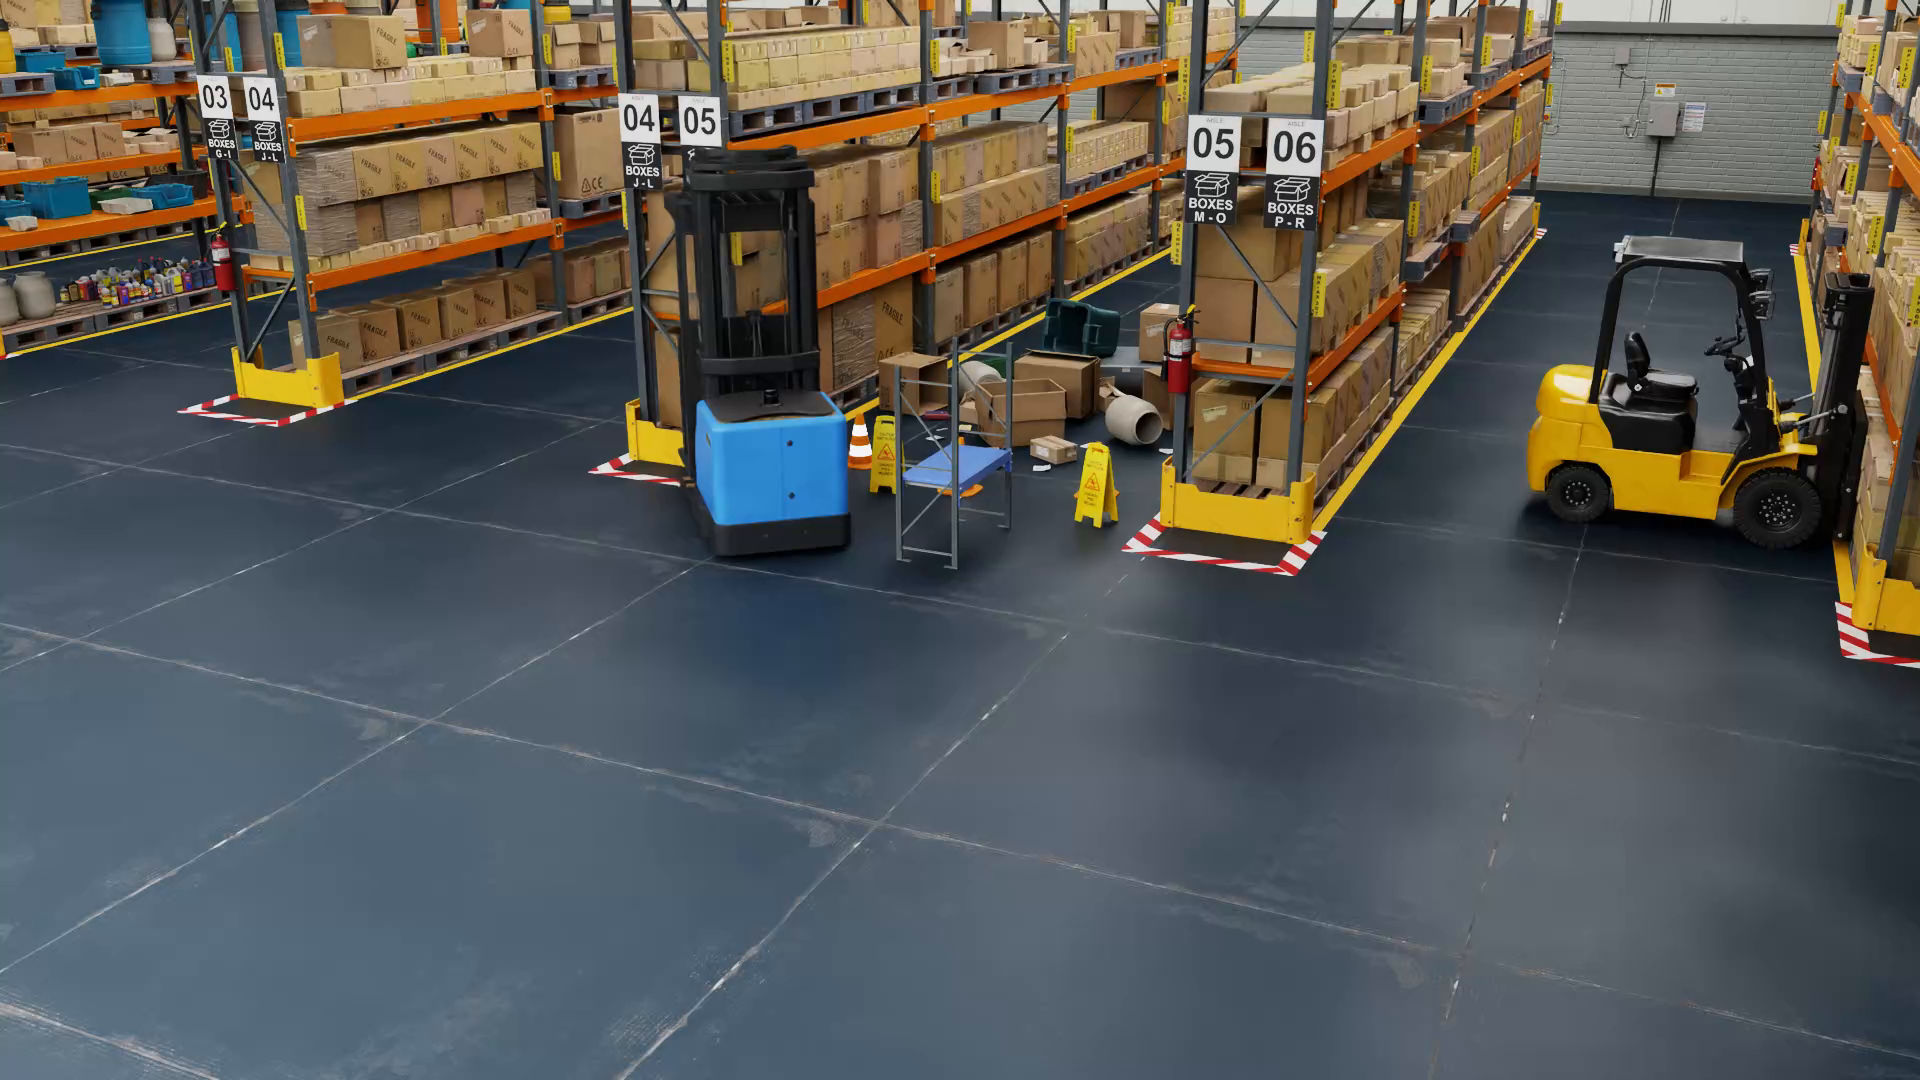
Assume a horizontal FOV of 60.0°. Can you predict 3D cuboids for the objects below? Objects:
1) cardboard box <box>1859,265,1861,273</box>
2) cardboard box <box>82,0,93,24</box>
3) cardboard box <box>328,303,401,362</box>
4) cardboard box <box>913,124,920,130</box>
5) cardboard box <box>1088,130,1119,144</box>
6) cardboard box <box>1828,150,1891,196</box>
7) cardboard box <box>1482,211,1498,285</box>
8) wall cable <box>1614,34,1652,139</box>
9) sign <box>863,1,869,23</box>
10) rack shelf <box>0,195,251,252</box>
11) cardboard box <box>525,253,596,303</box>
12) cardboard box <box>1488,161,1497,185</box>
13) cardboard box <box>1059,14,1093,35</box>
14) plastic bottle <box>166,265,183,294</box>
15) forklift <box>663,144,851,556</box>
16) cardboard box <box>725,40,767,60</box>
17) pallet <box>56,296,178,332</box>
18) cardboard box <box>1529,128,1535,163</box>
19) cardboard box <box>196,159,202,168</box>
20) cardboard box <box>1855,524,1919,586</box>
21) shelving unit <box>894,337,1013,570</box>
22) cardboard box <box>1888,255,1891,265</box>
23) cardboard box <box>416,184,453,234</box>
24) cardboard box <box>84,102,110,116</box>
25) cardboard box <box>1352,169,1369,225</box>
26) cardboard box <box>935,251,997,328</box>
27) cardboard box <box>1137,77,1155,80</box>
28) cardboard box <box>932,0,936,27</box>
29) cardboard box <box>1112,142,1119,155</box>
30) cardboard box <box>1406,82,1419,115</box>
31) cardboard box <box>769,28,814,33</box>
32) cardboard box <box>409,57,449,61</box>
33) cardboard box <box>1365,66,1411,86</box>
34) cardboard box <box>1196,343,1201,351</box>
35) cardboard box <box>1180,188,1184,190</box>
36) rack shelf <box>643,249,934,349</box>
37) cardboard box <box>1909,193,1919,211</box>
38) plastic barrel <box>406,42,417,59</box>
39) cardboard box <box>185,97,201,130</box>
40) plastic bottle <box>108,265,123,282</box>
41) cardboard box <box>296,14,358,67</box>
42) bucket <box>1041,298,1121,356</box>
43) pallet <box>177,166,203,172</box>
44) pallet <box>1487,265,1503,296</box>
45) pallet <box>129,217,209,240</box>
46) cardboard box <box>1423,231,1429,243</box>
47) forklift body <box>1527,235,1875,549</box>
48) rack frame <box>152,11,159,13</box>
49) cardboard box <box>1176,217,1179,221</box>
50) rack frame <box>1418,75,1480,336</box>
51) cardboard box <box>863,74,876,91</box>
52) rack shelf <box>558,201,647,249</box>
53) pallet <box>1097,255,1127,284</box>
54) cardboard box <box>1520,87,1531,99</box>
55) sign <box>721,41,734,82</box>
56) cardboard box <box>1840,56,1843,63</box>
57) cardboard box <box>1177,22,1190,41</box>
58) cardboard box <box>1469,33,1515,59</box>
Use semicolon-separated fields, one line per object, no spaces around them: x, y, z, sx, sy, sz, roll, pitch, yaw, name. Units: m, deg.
8.722;-2.444;15.589;0.500;0.250;0.500;9;21;23;cardboard box
-16.159;-9.782;30.716;0.700;0.500;0.500;8;21;22;cardboard box
-6.402;-2.236;17.884;0.500;0.500;0.500;15;25;37;cardboard box
-0.917;-7.146;28.365;0.500;0.250;0.500;9;21;23;cardboard box
1.990;-5.609;23.124;0.380;0.149;0.250;8;21;20;cardboard box
10.984;-4.438;20.196;0.700;0.500;0.500;9;21;23;cardboard box
6.524;-3.868;21.912;0.875;0.875;0.875;9;22;24;cardboard box
12.292;-8.386;30.556;0.588;1.984;0.122;9;21;23;wall cable
-1.474;-8.242;25.950;0.100;0.325;0.005;9;21;23;sign
-10.587;-3.792;20.229;1.077;0.370;4.000;9;21;23;rack shelf
-4.978;-3.277;20.781;0.700;0.500;0.500;7;21;19;cardboard box
6.511;-4.673;21.111;0.500;0.250;0.500;9;21;24;cardboard box
1.501;-6.639;21.391;0.396;0.266;0.258;9;21;23;cardboard box
-9.979;-3.308;21.090;0.144;0.351;0.185;8;21;22;plastic bottle
-1.740;-1.720;13.432;1.130;2.935;3.031;-6;20;-16;forklift
-1.873;-4.179;14.175;0.380;0.149;0.250;9;21;23;cardboard box
-10.579;-2.855;20.681;1.003;0.211;1.213;9;21;23;pallet
8.329;-5.925;25.003;0.500;0.500;0.500;9;22;24;cardboard box
-15.130;-7.782;33.478;0.700;0.500;0.500;9;21;23;cardboard box
6.588;0.110;11.659;0.500;0.250;0.500;9;21;23;cardboard box
-0.035;-0.681;12.644;0.538;1.500;1.048;9;21;23;shelving unit
7.847;-2.235;13.660;0.380;0.149;0.250;9;22;24;cardboard box
-6.082;-3.659;18.188;0.875;0.500;0.500;9;21;23;cardboard box
-16.102;-8.105;30.660;0.500;0.500;0.500;9;22;24;cardboard box
3.414;-3.257;15.564;0.700;0.500;0.500;8;21;22;cardboard box
-0.195;-2.986;19.618;1.050;0.750;0.750;9;21;23;cardboard box
2.886;-6.949;25.947;0.500;0.500;0.500;9;22;24;cardboard box
-0.839;-9.115;28.720;0.700;0.500;0.500;8;21;21;cardboard box
1.991;-5.464;23.161;0.380;0.149;0.250;9;21;23;cardboard box
3.856;-4.013;15.081;0.500;0.250;0.500;8;21;22;cardboard box
-1.640;-4.890;16.176;0.380;0.149;0.250;9;21;23;cardboard box
-5.902;-5.284;18.503;0.380;0.149;0.250;9;22;24;cardboard box
3.825;-4.157;14.889;0.380;0.149;0.250;8;21;21;cardboard box
2.115;-1.598;13.361;0.380;0.149;0.250;8;21;22;cardboard box
3.795;-5.632;27.069;0.380;0.149;0.250;9;22;25;cardboard box
-1.584;-2.401;16.317;1.077;0.370;4.000;9;21;23;rack shelf
10.011;-3.471;17.136;0.380;0.149;0.250;9;22;24;cardboard box
-8.184;-7.223;24.557;0.294;0.245;0.294;0;20;0;plastic barrel
-12.492;-7.099;27.677;0.700;0.500;0.500;2;20;4;cardboard box
-10.728;-3.324;21.136;0.144;0.351;0.185;8;21;22;plastic bottle
-6.483;-5.185;17.255;0.500;0.500;0.500;9;21;23;cardboard box
1.282;-2.167;17.203;0.726;0.611;0.620;18;16;41;bucket
-15.147;-7.455;33.617;1.003;0.211;1.213;9;21;23;pallet
6.821;-3.589;22.744;1.003;0.211;1.213;9;21;23;pallet
-13.020;-5.086;26.954;1.003;0.211;1.213;9;21;23;pallet
4.607;-3.153;17.107;0.380;0.149;0.250;9;21;24;cardboard box
5.796;-1.230;13.219;2.313;2.155;1.214;9;21;23;forklift body
-15.530;-11.374;31.521;1.000;3.000;0.127;9;21;23;rack frame
3.253;-5.055;26.333;0.380;0.149;0.250;8;21;20;cardboard box
5.430;-3.926;19.531;1.000;3.000;0.127;9;21;23;rack frame
-1.038;-4.426;16.059;0.380;0.149;0.250;9;21;24;cardboard box
-4.430;-4.335;21.756;1.077;0.370;4.000;9;21;23;rack shelf
1.695;-3.871;23.537;1.003;0.211;1.213;9;21;23;pallet
8.075;-6.496;24.149;0.380;0.149;0.250;9;21;23;cardboard box
-1.899;-3.913;13.596;0.100;0.325;0.005;9;21;23;sign
12.393;-6.618;22.999;0.380;0.149;0.250;8;21;23;cardboard box
3.135;-7.641;24.979;0.500;0.250;0.500;8;21;22;cardboard box
6.899;-6.419;21.573;0.500;0.311;0.500;9;21;23;cardboard box
